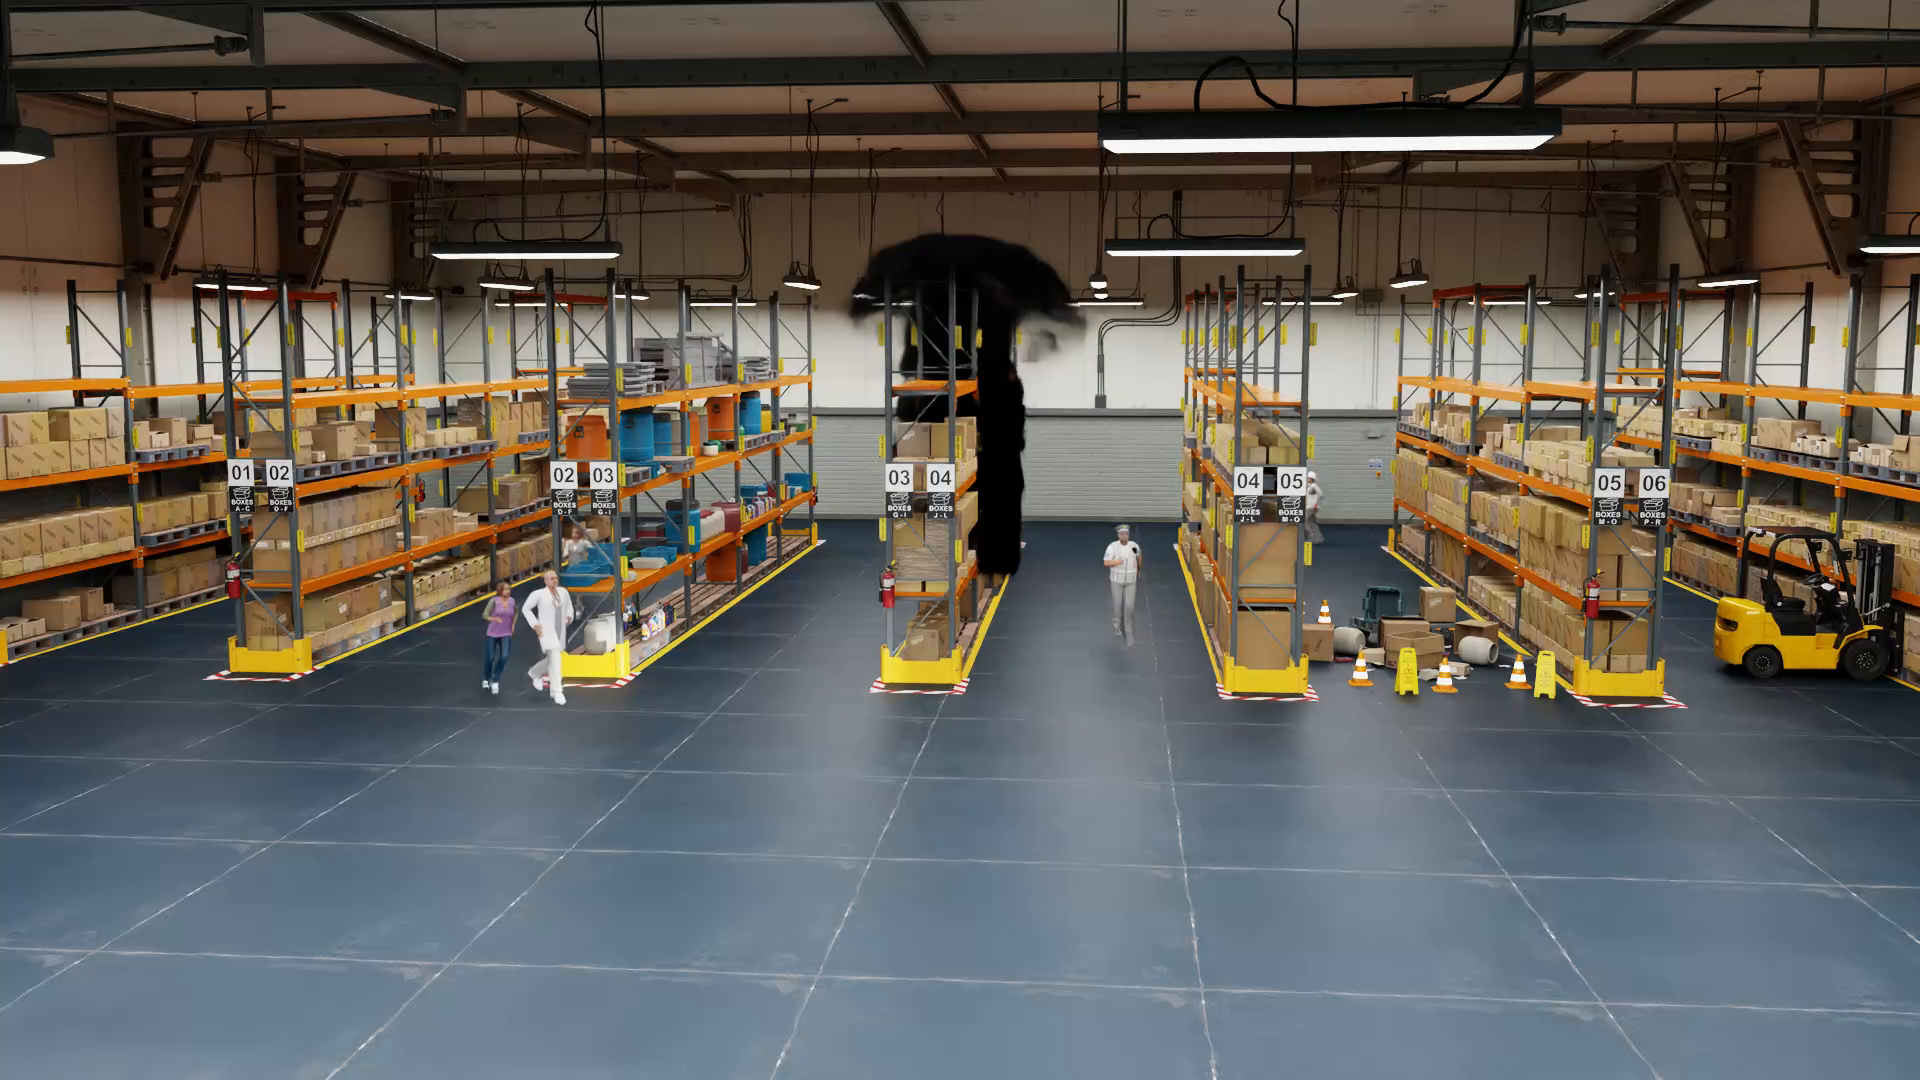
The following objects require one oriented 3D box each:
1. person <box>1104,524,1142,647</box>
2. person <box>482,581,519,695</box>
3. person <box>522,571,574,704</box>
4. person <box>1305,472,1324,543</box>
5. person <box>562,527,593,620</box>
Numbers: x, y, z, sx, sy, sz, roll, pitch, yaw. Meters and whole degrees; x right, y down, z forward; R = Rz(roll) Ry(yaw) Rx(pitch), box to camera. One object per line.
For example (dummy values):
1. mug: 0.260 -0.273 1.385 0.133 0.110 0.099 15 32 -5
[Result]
1. person: 2.565 0.696 26.050 0.640 1.889 0.729 0 7 -3
2. person: -6.491 1.376 23.565 0.553 1.589 0.641 -3 8 -24
3. person: -5.716 1.281 23.151 0.926 1.737 0.722 6 9 39
4. person: 8.500 -0.773 40.397 0.721 1.770 0.625 1 7 8
5. person: -6.869 0.573 29.874 0.520 1.635 0.706 1 7 6
